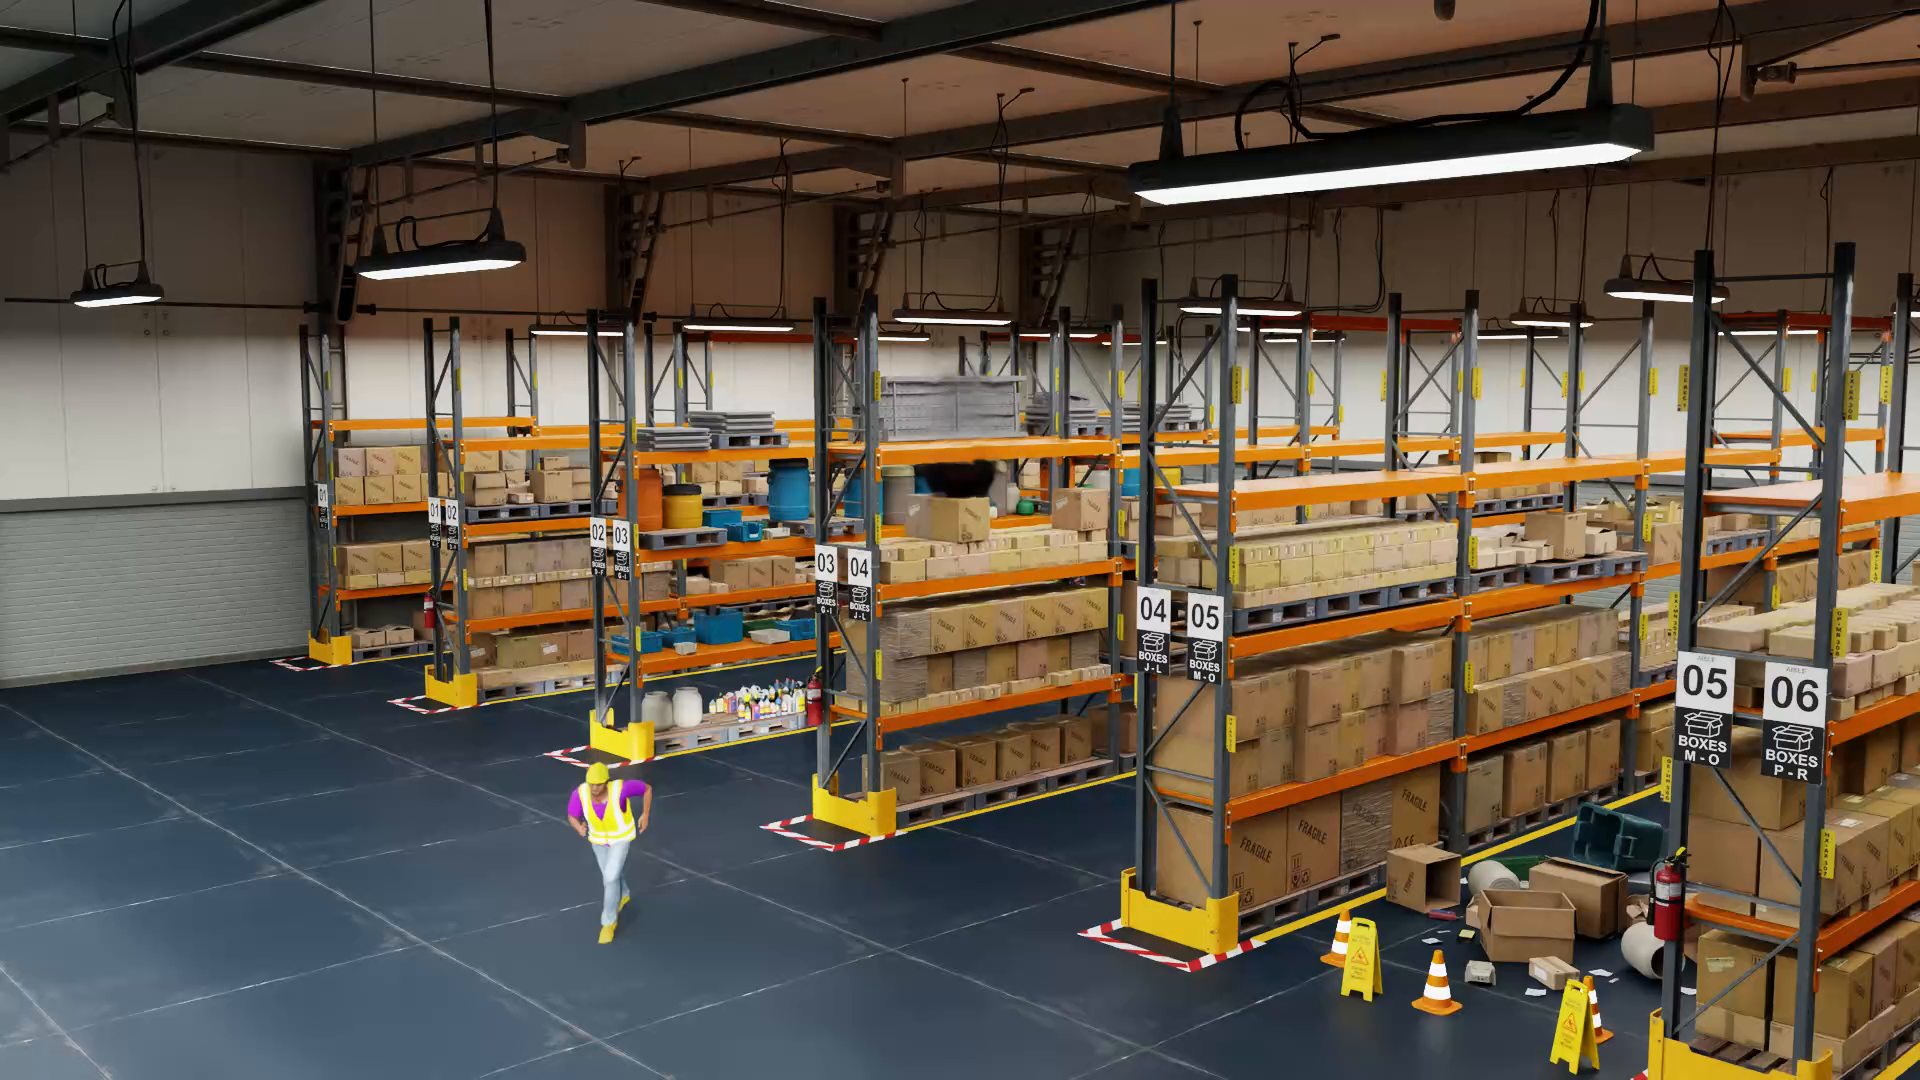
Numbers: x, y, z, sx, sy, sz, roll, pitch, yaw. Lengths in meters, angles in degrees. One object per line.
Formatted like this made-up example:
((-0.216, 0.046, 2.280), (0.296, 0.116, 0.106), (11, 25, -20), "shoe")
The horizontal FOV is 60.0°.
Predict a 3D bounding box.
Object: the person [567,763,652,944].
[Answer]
((-3.207, 2.820, 15.347), (0.747, 1.714, 1.033), (0, 6, 4), "person")

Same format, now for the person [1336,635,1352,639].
((5.184, 2.051, 22.369), (0.723, 1.743, 0.644), (5, 8, 42), "person")

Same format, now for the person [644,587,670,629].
((-5.702, 1.209, 31.141), (0.588, 1.628, 0.758), (5, 7, 39), "person")
